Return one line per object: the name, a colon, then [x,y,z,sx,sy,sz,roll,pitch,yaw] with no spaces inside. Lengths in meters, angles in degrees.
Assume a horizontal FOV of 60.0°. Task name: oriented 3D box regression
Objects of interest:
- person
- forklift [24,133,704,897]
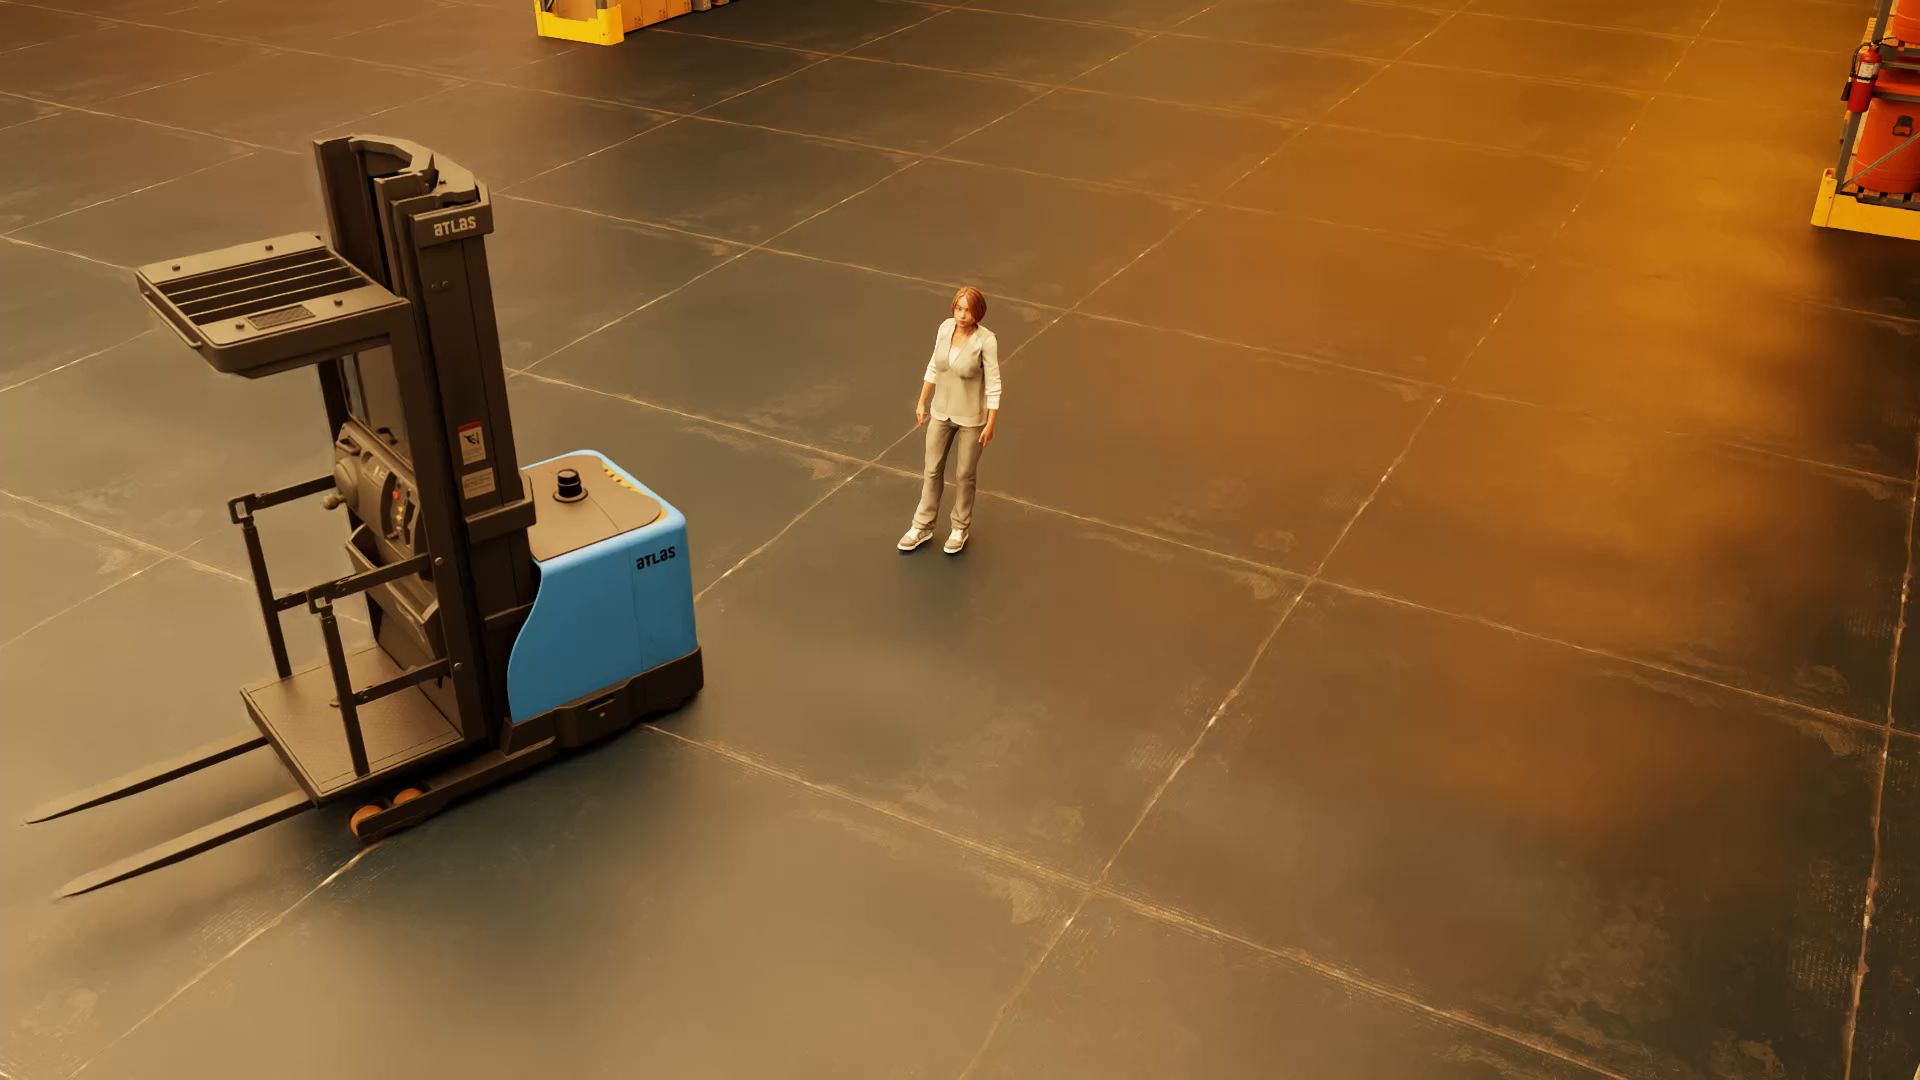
person: [-0.048,-0.668,9.549,0.521,1.599,0.473,15,33,25]
forklift: [-2.786,-0.185,7.392,3.031,2.935,1.130,-22,36,-33]
